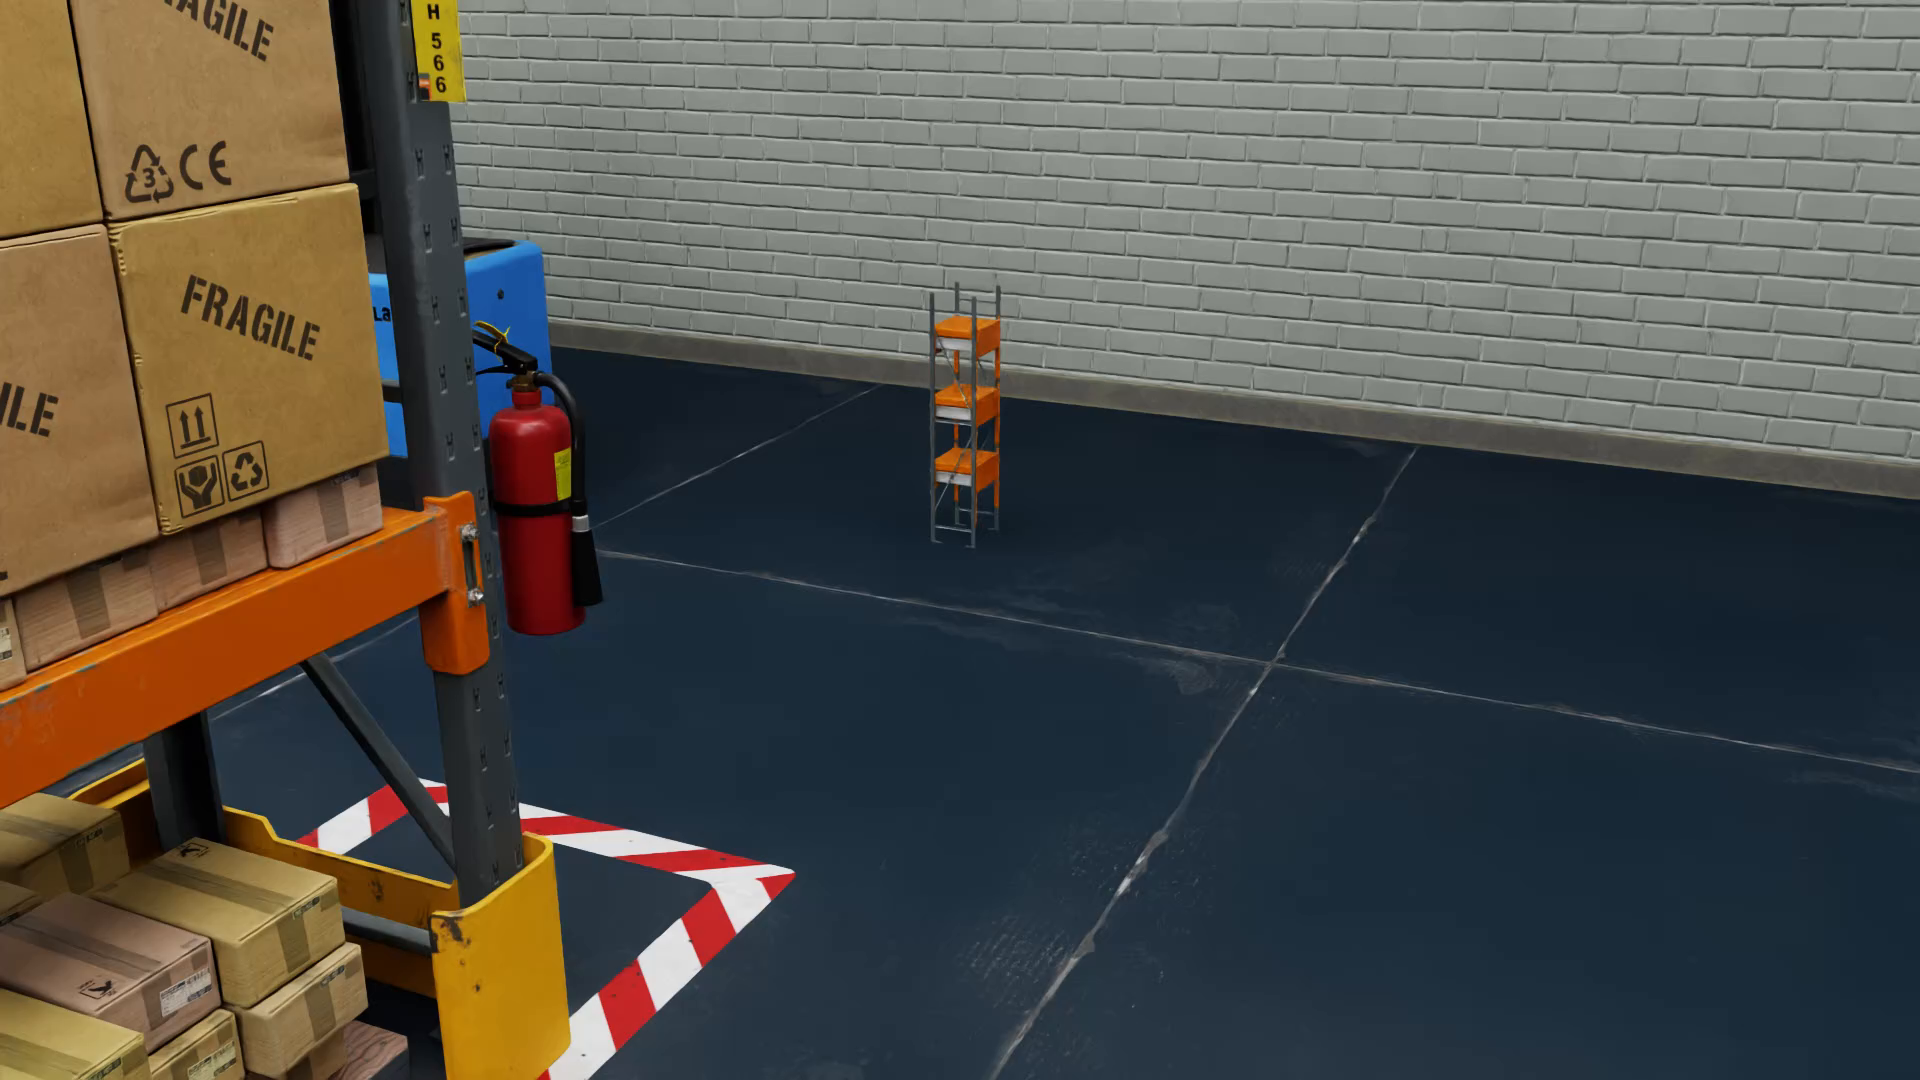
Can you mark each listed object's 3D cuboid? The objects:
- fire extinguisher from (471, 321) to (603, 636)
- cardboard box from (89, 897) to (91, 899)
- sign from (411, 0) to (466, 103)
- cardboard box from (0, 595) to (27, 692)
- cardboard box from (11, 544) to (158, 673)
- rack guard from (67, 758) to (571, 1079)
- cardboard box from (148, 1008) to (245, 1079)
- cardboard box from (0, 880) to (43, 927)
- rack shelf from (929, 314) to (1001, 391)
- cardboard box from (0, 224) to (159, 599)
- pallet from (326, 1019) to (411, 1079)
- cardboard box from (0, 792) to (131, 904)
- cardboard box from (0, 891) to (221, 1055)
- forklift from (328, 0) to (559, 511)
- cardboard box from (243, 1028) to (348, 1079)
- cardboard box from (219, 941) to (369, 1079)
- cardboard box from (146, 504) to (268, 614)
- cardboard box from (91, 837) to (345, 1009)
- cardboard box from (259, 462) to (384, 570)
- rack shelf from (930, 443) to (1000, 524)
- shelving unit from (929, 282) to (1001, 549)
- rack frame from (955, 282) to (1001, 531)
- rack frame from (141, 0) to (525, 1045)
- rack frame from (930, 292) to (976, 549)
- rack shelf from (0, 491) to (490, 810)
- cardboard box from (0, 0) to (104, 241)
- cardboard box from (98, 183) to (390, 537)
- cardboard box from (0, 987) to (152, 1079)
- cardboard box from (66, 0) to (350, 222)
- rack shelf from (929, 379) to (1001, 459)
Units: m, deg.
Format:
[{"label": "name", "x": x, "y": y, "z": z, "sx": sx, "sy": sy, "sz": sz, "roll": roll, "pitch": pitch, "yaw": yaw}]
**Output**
[{"label": "fire extinguisher", "x": -0.909, "y": -0.136, "z": 3.548, "sx": 0.296, "sy": 0.674, "sz": 0.183, "roll": 9, "pitch": 21, "yaw": 23}, {"label": "cardboard box", "x": -1.882, "y": 0.795, "z": 3.440, "sx": 0.380, "sy": 0.149, "sz": 0.250, "roll": 10, "pitch": 22, "yaw": 25}, {"label": "sign", "x": -0.935, "y": -0.947, "z": 2.956, "sx": 0.100, "sy": 0.325, "sz": 0.005, "roll": 9, "pitch": 21, "yaw": 23}, {"label": "cardboard box", "x": -1.617, "y": 0.153, "z": 2.438, "sx": 0.380, "sy": 0.149, "sz": 0.250, "roll": 9, "pitch": 22, "yaw": 24}, {"label": "cardboard box", "x": -1.533, "y": 0.071, "z": 2.666, "sx": 0.380, "sy": 0.149, "sz": 0.250, "roll": 8, "pitch": 21, "yaw": 22}, {"label": "rack guard", "x": -1.464, "y": 0.866, "z": 3.788, "sx": 1.175, "sy": 0.500, "sz": 0.348, "roll": 9, "pitch": 21, "yaw": 23}, {"label": "cardboard box", "x": -1.545, "y": 0.943, "z": 3.024, "sx": 0.380, "sy": 0.149, "sz": 0.250, "roll": 8, "pitch": 21, "yaw": 21}, {"label": "cardboard box", "x": -1.960, "y": 0.744, "z": 3.139, "sx": 0.380, "sy": 0.149, "sz": 0.250, "roll": 9, "pitch": 21, "yaw": 24}, {"label": "rack shelf", "x": 0.022, "y": -0.768, "z": 6.747, "sx": 0.215, "sy": 0.259, "sz": 0.240, "roll": 9, "pitch": 21, "yaw": 23}, {"label": "cardboard box", "x": -1.598, "y": -0.193, "z": 2.441, "sx": 0.500, "sy": 0.500, "sz": 0.500, "roll": 8, "pitch": 21, "yaw": 22}, {"label": "pallet", "x": -1.829, "y": 1.246, "z": 3.151, "sx": 1.003, "sy": 0.211, "sz": 1.213, "roll": 9, "pitch": 21, "yaw": 23}, {"label": "cardboard box", "x": -1.957, "y": 0.644, "z": 3.422, "sx": 0.380, "sy": 0.149, "sz": 0.250, "roll": 8, "pitch": 21, "yaw": 20}, {"label": "cardboard box", "x": -1.574, "y": 0.796, "z": 2.995, "sx": 0.380, "sy": 0.149, "sz": 0.250, "roll": 9, "pitch": 21, "yaw": 24}, {"label": "forklift", "x": -3.475, "y": -1.734, "z": 7.469, "sx": 3.031, "sy": 2.935, "sz": 1.130, "roll": 6, "pitch": 20, "yaw": 16}, {"label": "cardboard box", "x": -1.458, "y": 1.000, "z": 3.308, "sx": 0.380, "sy": 0.149, "sz": 0.250, "roll": 9, "pitch": 21, "yaw": 24}, {"label": "cardboard box", "x": -1.389, "y": 0.871, "z": 3.228, "sx": 0.380, "sy": 0.149, "sz": 0.250, "roll": 8, "pitch": 21, "yaw": 21}, {"label": "cardboard box", "x": -1.445, "y": -0.007, "z": 2.888, "sx": 0.380, "sy": 0.149, "sz": 0.250, "roll": 9, "pitch": 21, "yaw": 23}, {"label": "cardboard box", "x": -1.418, "y": 0.727, "z": 3.189, "sx": 0.380, "sy": 0.149, "sz": 0.250, "roll": 9, "pitch": 21, "yaw": 23}, {"label": "cardboard box", "x": -1.308, "y": -0.078, "z": 3.087, "sx": 0.380, "sy": 0.149, "sz": 0.250, "roll": 9, "pitch": 21, "yaw": 23}, {"label": "rack shelf", "x": 0.022, "y": -0.239, "z": 6.936, "sx": 0.215, "sy": 0.259, "sz": 0.240, "roll": 9, "pitch": 21, "yaw": 23}, {"label": "shelving unit", "x": 0.022, "y": -0.511, "z": 6.839, "sx": 0.215, "sy": 1.050, "sz": 0.252, "roll": 9, "pitch": 21, "yaw": 23}, {"label": "rack frame", "x": 0.072, "y": -0.548, "z": 6.944, "sx": 0.200, "sy": 1.050, "sz": 0.008, "roll": 9, "pitch": 21, "yaw": 23}, {"label": "rack frame", "x": -1.433, "y": -0.335, "z": 3.434, "sx": 1.000, "sy": 3.000, "sz": 0.127, "roll": 9, "pitch": 21, "yaw": 23}, {"label": "rack frame", "x": -0.028, "y": -0.474, "z": 6.734, "sx": 0.200, "sy": 1.050, "sz": 0.008, "roll": 9, "pitch": 21, "yaw": 23}, {"label": "rack shelf", "x": -2.252, "y": 0.615, "z": 1.835, "sx": 1.077, "sy": 0.370, "sz": 4.000, "roll": 9, "pitch": 21, "yaw": 23}, {"label": "cardboard box", "x": -1.601, "y": -0.664, "z": 2.275, "sx": 0.500, "sy": 0.500, "sz": 0.500, "roll": 8, "pitch": 21, "yaw": 21}, {"label": "cardboard box", "x": -1.382, "y": -0.350, "z": 2.882, "sx": 0.500, "sy": 0.500, "sz": 0.500, "roll": 9, "pitch": 21, "yaw": 24}, {"label": "cardboard box", "x": -1.564, "y": 0.892, "z": 2.723, "sx": 0.380, "sy": 0.149, "sz": 0.250, "roll": 8, "pitch": 21, "yaw": 21}, {"label": "cardboard box", "x": -1.393, "y": -0.819, "z": 2.711, "sx": 0.500, "sy": 0.500, "sz": 0.500, "roll": 8, "pitch": 21, "yaw": 22}, {"label": "rack shelf", "x": 0.022, "y": -0.501, "z": 6.842, "sx": 0.215, "sy": 0.259, "sz": 0.240, "roll": 9, "pitch": 21, "yaw": 23}]
